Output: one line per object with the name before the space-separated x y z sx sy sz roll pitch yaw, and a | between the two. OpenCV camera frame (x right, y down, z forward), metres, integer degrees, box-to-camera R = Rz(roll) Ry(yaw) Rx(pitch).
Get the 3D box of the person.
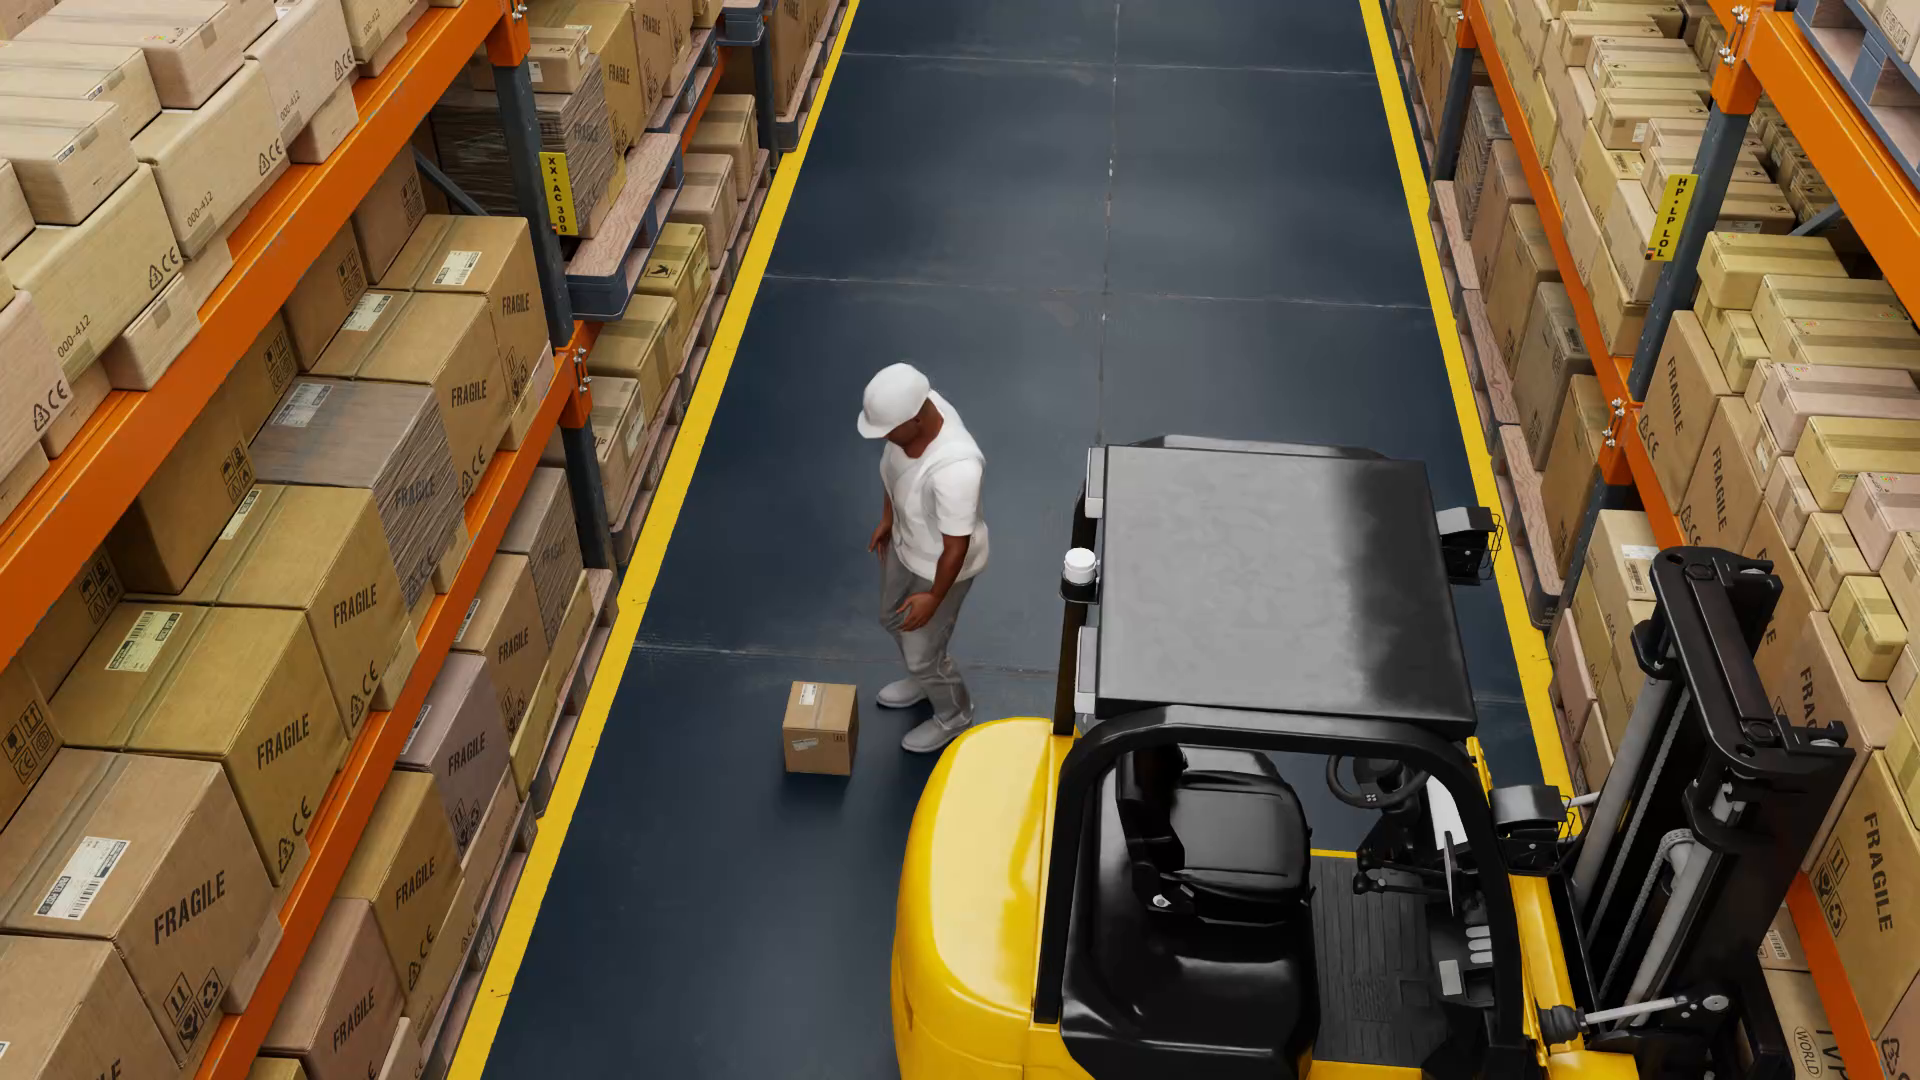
person | -0.133 0.066 6.098 0.453 1.717 0.591 -15 42 -17
